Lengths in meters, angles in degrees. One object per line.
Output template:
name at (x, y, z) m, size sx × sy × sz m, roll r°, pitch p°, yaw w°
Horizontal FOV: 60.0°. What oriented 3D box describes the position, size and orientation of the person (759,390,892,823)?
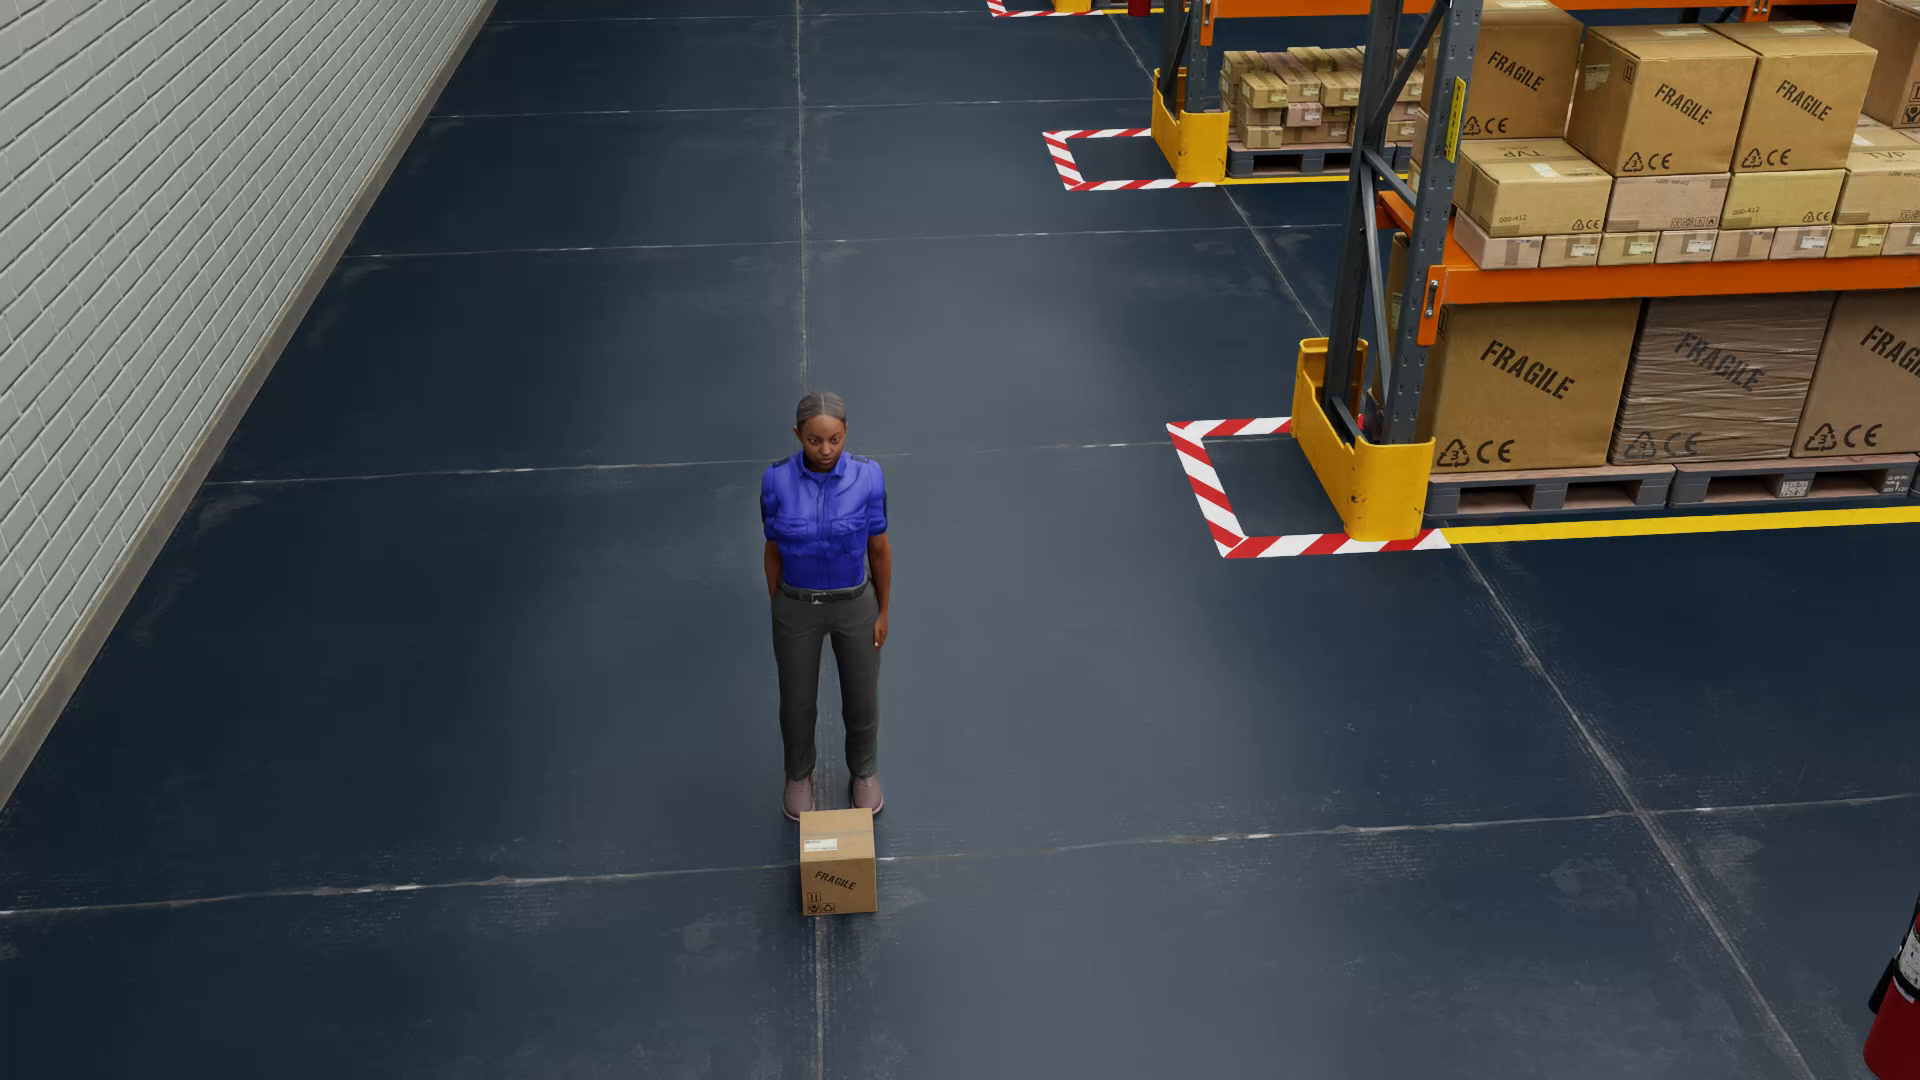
person at (-0.449, 0.243, 5.748) m, size 0.436 × 1.662 × 0.299 m, roll -2°, pitch 31°, yaw -3°
